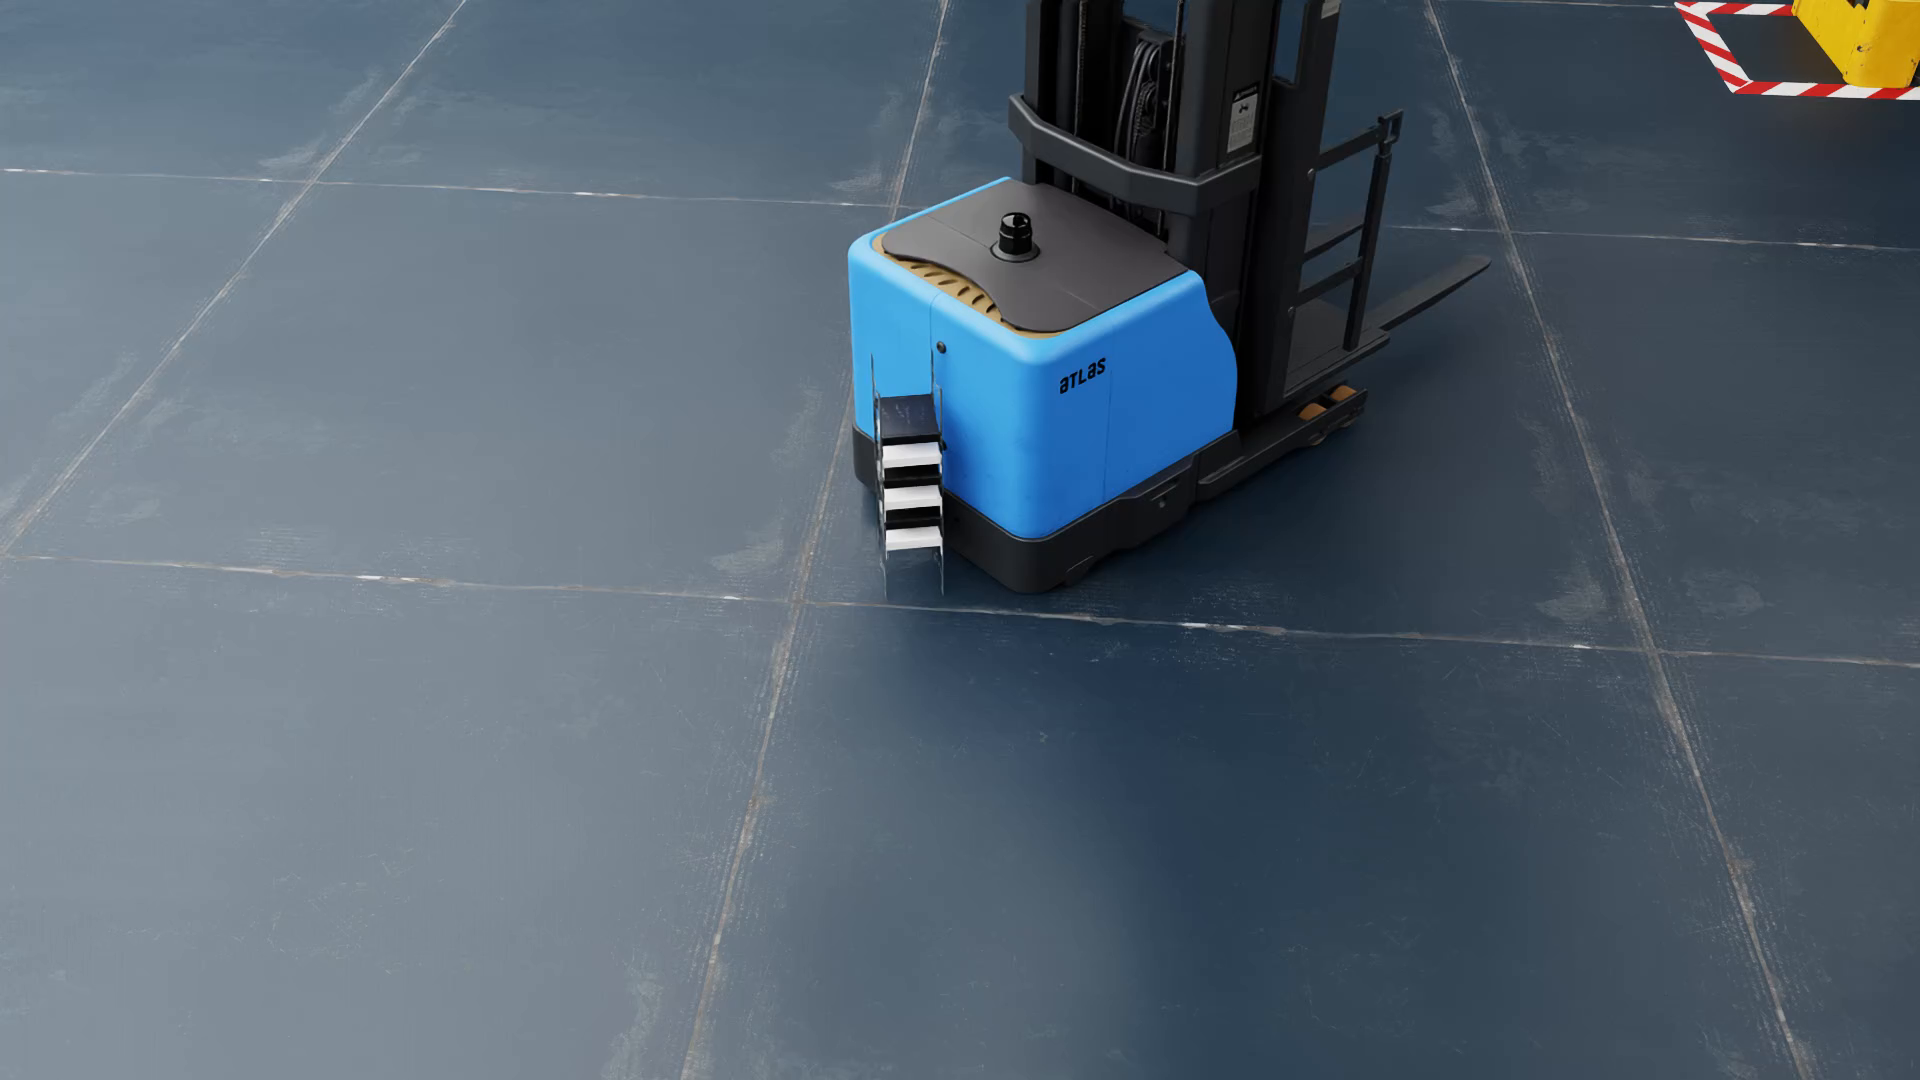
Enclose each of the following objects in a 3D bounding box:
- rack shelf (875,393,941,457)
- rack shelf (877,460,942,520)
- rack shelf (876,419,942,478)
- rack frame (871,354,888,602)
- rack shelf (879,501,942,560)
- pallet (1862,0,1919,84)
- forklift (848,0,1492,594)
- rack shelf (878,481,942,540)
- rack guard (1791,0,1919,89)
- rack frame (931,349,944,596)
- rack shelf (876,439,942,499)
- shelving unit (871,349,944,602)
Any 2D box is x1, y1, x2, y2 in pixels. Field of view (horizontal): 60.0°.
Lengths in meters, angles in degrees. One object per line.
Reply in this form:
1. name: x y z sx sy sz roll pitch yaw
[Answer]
1. rack shelf: -0.179 -0.395 5.648 0.200 0.077 0.258 -5 39 -6
2. rack shelf: -0.179 -0.186 5.818 0.200 0.077 0.258 -5 39 -6
3. rack shelf: -0.179 -0.326 5.705 0.200 0.077 0.258 -5 39 -6
4. rack frame: -0.280 -0.203 5.786 0.006 0.900 0.240 -5 39 -6
5. rack shelf: -0.179 -0.046 5.932 0.200 0.077 0.258 -5 39 -6
6. pallet: 6.060 -2.953 9.711 1.213 0.211 1.003 3 39 4
7. forklift: 1.027 -1.743 6.069 3.031 2.935 1.130 -29 47 -31
8. rack shelf: -0.179 -0.116 5.875 0.200 0.077 0.258 -5 39 -6
9. rack guard: 5.252 -3.113 9.679 0.348 0.500 1.175 3 39 4
10. rack frame: -0.079 -0.221 5.809 0.006 0.900 0.240 -5 39 -6
11. rack shelf: -0.179 -0.256 5.762 0.200 0.077 0.258 -5 39 -6
12. shelving unit: -0.179 -0.212 5.797 0.210 0.900 0.258 -5 39 -6
